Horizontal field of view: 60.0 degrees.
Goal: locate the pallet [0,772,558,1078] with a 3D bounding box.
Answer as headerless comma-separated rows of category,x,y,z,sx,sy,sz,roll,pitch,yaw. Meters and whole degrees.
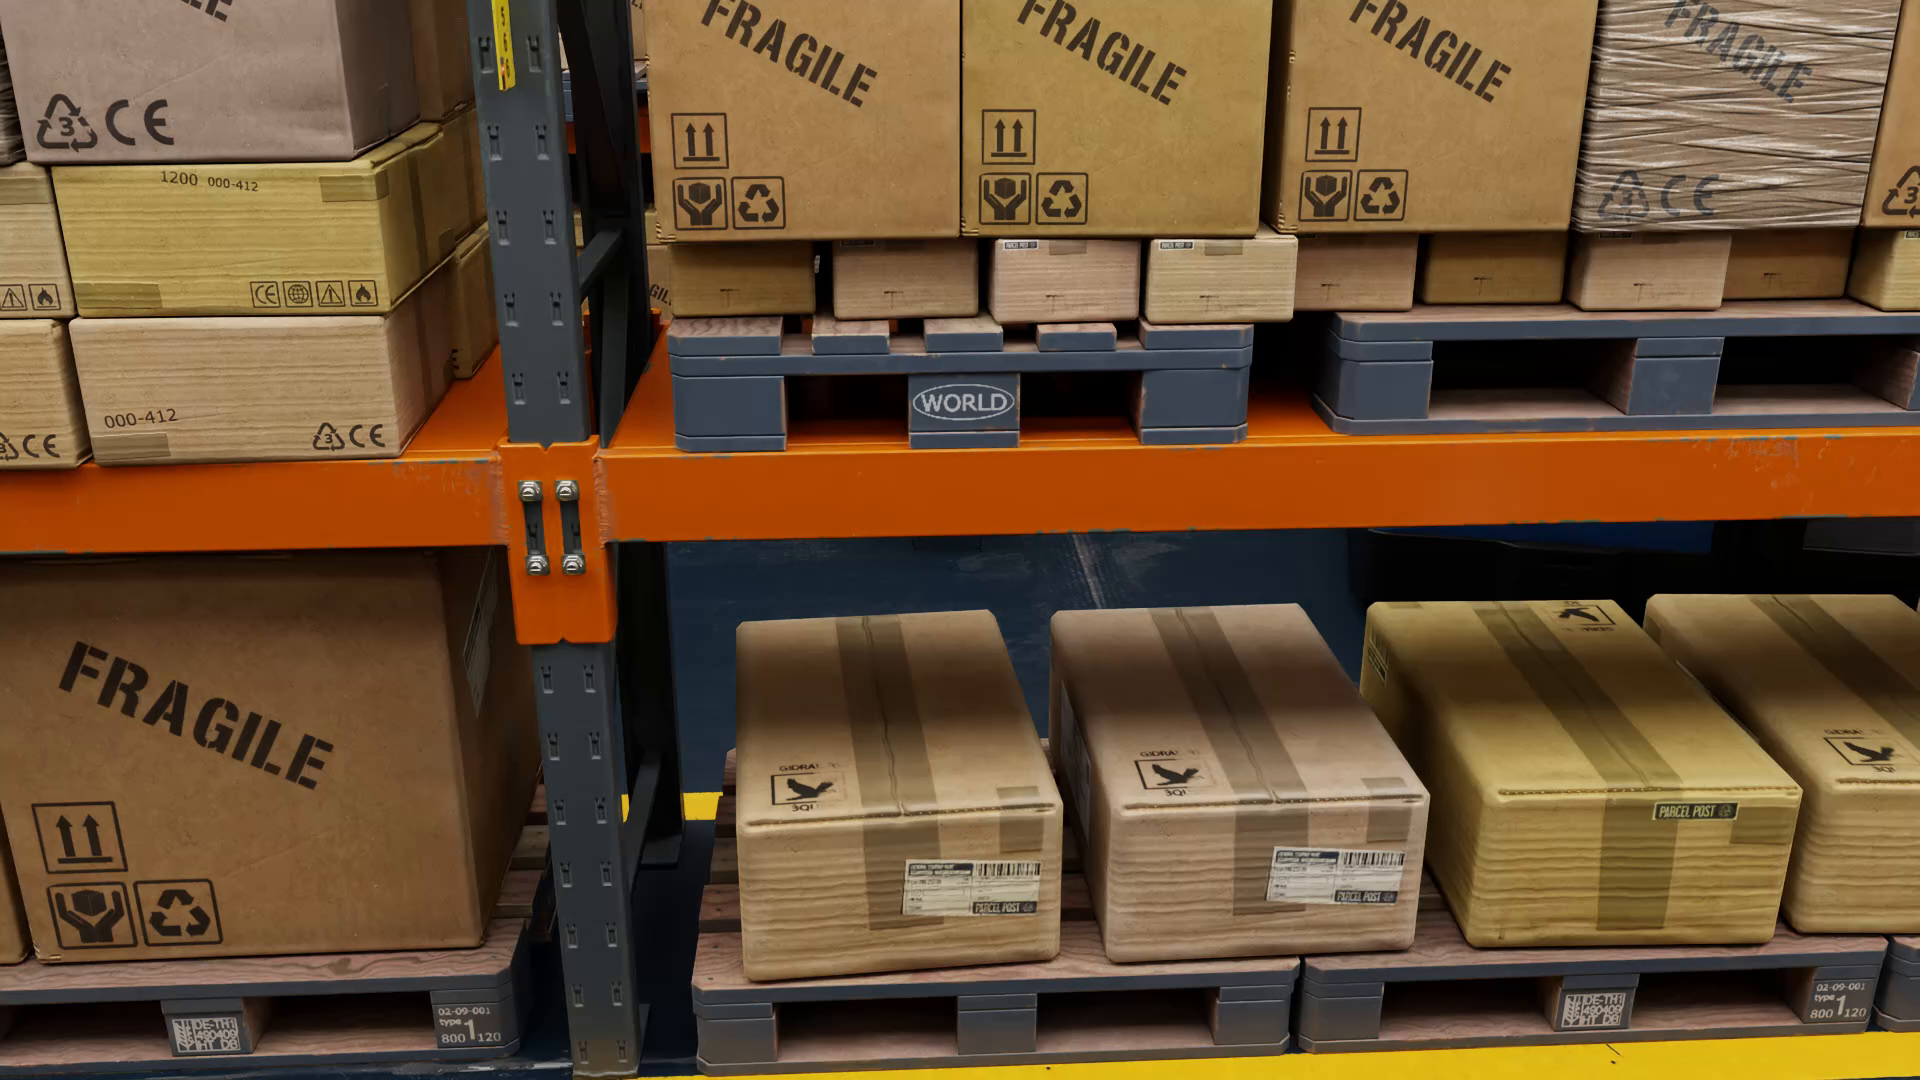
pallet,-1.525,0.786,3.760,1.213,0.211,1.003,-1,21,-3

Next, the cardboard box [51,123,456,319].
cardboard box,-1.202,-0.570,2.910,0.500,0.250,0.500,-1,21,-3

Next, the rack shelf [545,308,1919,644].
rack shelf,1.264,-0.211,3.470,4.000,0.370,1.077,-1,21,-3

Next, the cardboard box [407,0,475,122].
cardboard box,-1.240,-1.097,3.241,0.500,0.500,0.500,-2,21,-5

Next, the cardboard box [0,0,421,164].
cardboard box,-1.234,-0.917,2.768,0.500,0.500,0.500,-2,21,-5

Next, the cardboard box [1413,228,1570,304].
cardboard box,0.954,-0.559,3.137,0.250,0.149,0.380,0,21,-1

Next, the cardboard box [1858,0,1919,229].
cardboard box,1.802,-0.860,3.015,0.500,0.500,0.500,0,21,-1

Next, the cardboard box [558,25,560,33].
cardboard box,-2.055,-2.259,7.460,0.500,0.250,0.500,-2,21,-6

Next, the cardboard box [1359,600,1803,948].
cardboard box,1.325,0.486,3.731,0.625,0.372,0.950,0,21,-1

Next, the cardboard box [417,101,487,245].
cardboard box,-1.253,-0.747,3.376,0.500,0.250,0.500,-1,21,-3

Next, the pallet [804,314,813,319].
pallet,-0.196,-0.969,8.370,1.213,0.211,1.003,-1,21,-3

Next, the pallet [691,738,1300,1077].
pallet,0.047,0.781,3.772,1.213,0.211,1.003,-1,21,-3

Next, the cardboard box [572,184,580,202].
cardboard box,-1.825,-1.705,8.395,0.250,0.149,0.380,-1,21,-1

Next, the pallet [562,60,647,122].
pallet,-1.693,-2.141,7.799,1.003,0.211,1.213,-1,21,-3

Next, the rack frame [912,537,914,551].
rack frame,-0.175,-0.487,5.925,0.008,1.050,0.200,-1,21,-3

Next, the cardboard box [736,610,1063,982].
cardboard box,-0.169,0.517,3.649,0.625,0.372,0.950,-3,21,-7

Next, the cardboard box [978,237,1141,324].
cardboard box,0.162,-0.509,3.005,0.250,0.149,0.380,-3,21,-7

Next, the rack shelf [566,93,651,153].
rack shelf,-3.017,-1.893,7.888,4.000,0.370,1.077,-1,21,-3

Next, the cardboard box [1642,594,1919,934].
cardboard box,2.019,0.472,3.770,0.625,0.372,0.950,0,21,0

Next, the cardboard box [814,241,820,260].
cardboard box,-0.419,-0.675,3.442,0.250,0.149,0.380,0,21,-1

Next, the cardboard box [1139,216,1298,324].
cardboard box,0.438,-0.507,3.000,0.250,0.149,0.380,-1,21,-3

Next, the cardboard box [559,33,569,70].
cardboard box,-1.654,-2.199,7.443,0.250,0.149,0.380,-1,21,-2

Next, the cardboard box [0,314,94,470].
cardboard box,-1.732,-0.318,2.951,0.500,0.250,0.500,-1,21,-2

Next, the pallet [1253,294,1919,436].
pallet,1.241,-0.472,3.413,1.213,0.211,1.003,-1,21,-3

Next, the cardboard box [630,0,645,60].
cardboard box,-1.543,-2.558,7.892,0.500,0.500,0.500,0,21,-1

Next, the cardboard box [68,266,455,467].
cardboard box,-1.223,-0.334,2.993,0.500,0.250,0.500,-2,21,-5

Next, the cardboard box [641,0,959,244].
cardboard box,-0.271,-0.815,2.898,0.500,0.500,0.500,-2,21,-5

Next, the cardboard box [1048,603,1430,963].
cardboard box,0.568,0.500,3.696,0.625,0.372,0.950,-2,21,-4

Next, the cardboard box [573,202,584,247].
cardboard box,-1.770,-1.484,7.815,0.250,0.149,0.380,-2,21,-6

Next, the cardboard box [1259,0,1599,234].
cardboard box,0.779,-0.842,2.967,0.500,0.500,0.500,-1,21,-2

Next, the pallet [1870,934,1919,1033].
pallet,2.483,0.732,3.902,1.213,0.211,1.003,-1,21,-3

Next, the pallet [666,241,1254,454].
pallet,-0.028,-0.469,3.407,1.003,0.211,1.213,-1,21,-3

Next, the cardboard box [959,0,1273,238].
cardboard box,0.249,-0.828,2.932,0.500,0.500,0.500,0,21,0

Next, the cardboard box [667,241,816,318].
cardboard box,-0.398,-0.526,3.049,0.250,0.149,0.380,-2,21,-6

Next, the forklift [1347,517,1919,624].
forklift,2.858,-1.184,5.110,3.031,2.935,1.130,4,21,10

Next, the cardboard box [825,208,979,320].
cardboard box,-0.114,-0.520,3.033,0.250,0.149,0.380,-2,21,-6

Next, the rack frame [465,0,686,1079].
rack frame,-0.733,-0.506,3.235,0.127,3.000,1.000,-1,21,-3

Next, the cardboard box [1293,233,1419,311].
cardboard box,0.674,-0.540,3.086,0.250,0.149,0.380,0,21,0

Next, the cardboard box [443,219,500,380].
cardboard box,-1.236,-0.516,3.471,0.500,0.250,0.500,-2,21,-4

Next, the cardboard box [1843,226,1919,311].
cardboard box,1.743,-0.542,3.093,0.250,0.149,0.380,-1,21,-3

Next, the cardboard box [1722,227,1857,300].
cardboard box,1.474,-0.574,3.175,0.250,0.149,0.380,-2,21,-5

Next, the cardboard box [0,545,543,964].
cardboard box,-1.428,0.275,3.579,0.875,0.875,0.875,-1,21,-4

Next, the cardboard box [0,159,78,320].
cardboard box,-1.714,-0.558,2.879,0.500,0.250,0.500,-2,21,-4

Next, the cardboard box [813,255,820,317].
cardboard box,-0.397,-1.364,8.235,0.625,0.625,0.875,-1,21,-1

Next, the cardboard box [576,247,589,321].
cardboard box,-1.930,-1.206,7.996,0.500,0.500,0.500,-1,21,-4

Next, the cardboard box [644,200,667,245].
cardboard box,-1.499,-1.501,7.858,0.250,0.149,0.380,-2,21,-6

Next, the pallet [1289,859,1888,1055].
pallet,1.262,0.758,3.834,1.213,0.211,1.003,-1,21,-3

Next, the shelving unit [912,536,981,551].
shelving unit,-0.053,-0.490,5.931,0.252,1.050,0.215,-1,21,-3

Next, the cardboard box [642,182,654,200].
cardboard box,-1.559,-1.701,8.384,0.250,0.149,0.380,0,21,0

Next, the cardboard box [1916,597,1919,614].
cardboard box,2.737,0.456,3.811,0.625,0.372,0.950,-1,21,-2

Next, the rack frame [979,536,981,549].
rack frame,0.068,-0.492,5.938,0.008,1.050,0.200,-1,21,-3

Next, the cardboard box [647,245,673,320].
cardboard box,-1.430,-1.213,8.013,0.500,0.500,0.500,-1,21,-1

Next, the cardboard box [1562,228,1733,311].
cardboard box,1.218,-0.541,3.090,0.250,0.149,0.380,-1,21,-1

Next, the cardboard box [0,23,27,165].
cardboard box,-1.746,-0.904,2.733,0.500,0.500,0.500,-1,21,-2

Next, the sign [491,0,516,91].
sign,-0.698,-0.850,2.512,0.005,0.325,0.100,-1,21,-3

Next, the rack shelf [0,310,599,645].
rack shelf,-2.730,-0.130,3.257,4.000,0.370,1.077,-1,21,-3

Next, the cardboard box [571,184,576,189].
cardboard box,-2.069,-1.672,8.307,0.250,0.149,0.380,-1,21,-2

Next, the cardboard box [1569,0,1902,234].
cardboard box,1.279,-0.849,2.986,0.500,0.500,0.500,-2,21,-5

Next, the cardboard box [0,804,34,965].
cardboard box,-2.318,0.291,3.536,0.875,0.875,0.875,-1,21,-2
